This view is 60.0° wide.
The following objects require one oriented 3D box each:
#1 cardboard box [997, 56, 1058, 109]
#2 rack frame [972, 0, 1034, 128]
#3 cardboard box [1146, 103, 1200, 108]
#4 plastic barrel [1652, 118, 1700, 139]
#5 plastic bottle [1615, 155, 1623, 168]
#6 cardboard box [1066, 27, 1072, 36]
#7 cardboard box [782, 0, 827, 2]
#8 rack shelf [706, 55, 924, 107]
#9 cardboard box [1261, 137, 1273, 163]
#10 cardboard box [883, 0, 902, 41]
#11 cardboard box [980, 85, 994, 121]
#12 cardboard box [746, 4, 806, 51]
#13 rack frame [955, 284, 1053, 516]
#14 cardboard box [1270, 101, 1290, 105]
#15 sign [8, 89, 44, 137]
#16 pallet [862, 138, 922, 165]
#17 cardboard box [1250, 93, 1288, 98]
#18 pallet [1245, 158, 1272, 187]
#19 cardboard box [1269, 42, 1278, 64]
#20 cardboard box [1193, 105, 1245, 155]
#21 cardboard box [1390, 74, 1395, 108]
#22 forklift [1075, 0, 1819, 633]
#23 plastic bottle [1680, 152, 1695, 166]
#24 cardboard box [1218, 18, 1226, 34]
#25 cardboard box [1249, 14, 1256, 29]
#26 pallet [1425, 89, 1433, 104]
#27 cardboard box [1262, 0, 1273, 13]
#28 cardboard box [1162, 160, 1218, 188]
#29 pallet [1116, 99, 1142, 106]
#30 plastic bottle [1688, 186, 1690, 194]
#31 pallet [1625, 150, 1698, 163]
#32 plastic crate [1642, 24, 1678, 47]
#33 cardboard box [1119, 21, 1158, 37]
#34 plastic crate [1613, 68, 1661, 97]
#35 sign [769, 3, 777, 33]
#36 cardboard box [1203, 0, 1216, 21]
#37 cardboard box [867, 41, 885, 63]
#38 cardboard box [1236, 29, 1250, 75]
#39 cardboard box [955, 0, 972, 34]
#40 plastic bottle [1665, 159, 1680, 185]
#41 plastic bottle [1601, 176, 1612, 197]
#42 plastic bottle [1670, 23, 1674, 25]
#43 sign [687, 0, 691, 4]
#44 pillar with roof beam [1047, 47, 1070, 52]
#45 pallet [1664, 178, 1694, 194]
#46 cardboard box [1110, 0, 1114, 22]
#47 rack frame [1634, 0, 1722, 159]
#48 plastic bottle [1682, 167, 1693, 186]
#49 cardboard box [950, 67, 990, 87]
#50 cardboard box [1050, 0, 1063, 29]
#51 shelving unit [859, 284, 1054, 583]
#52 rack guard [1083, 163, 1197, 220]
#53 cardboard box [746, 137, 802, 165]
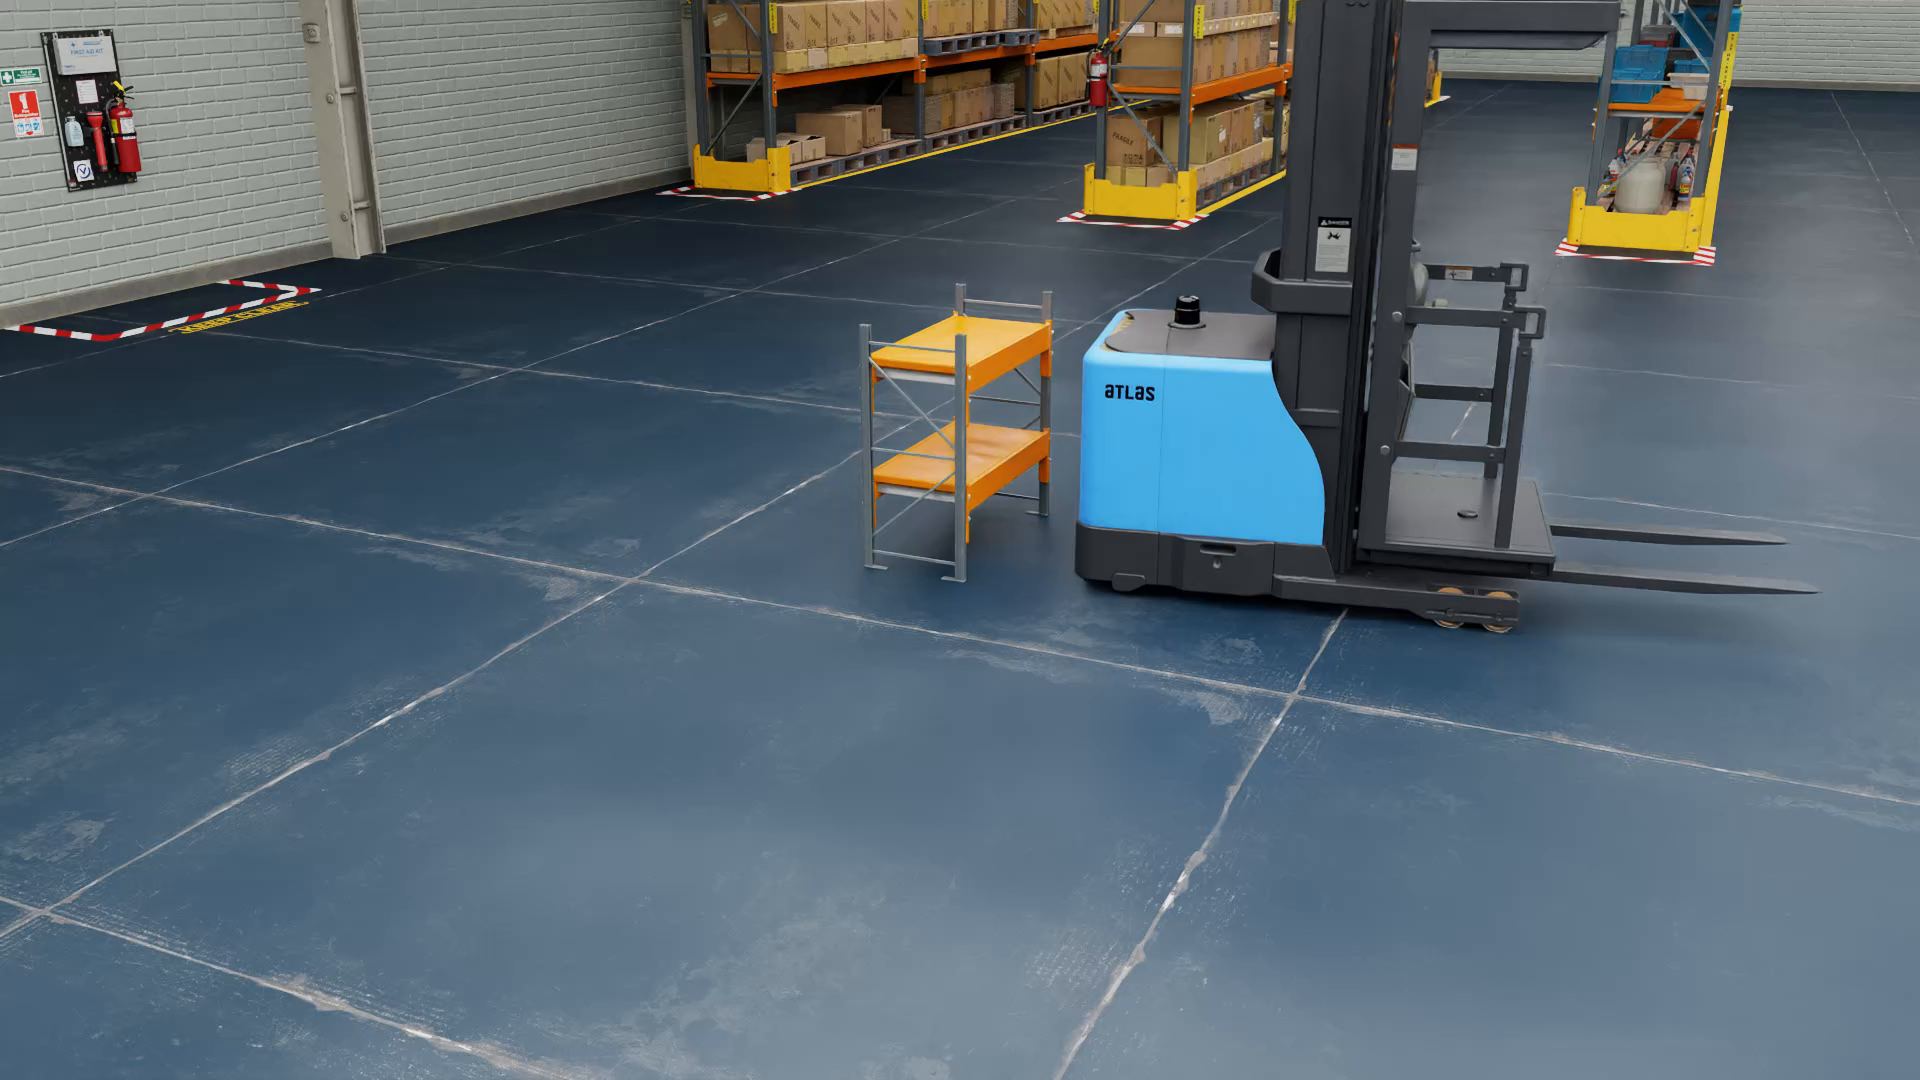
[{"bbox_3d":[1.090,-7.395,26.867,0.750,0.750,0.750,8,21,22],"label":"cardboard box"},{"bbox_3d":[0.669,-8.003,25.995,1.000,3.000,0.127,9,21,23],"label":"rack frame"},{"bbox_3d":[2.464,-4.800,19.346,0.500,0.500,0.500,9,21,23],"label":"cardboard box"},{"bbox_3d":[9.892,-5.971,22.893,0.600,0.830,0.708,9,21,23],"label":"plastic barrel"},{"bbox_3d":[7.109,-4.003,18.044,0.144,0.351,0.185,8,21,22],"label":"plastic bottle"},{"bbox_3d":[1.633,-8.433,27.551,0.380,0.149,0.250,9,21,23],"label":"cardboard box"},{"bbox_3d":[-1.979,-6.488,20.810,0.500,0.500,0.500,9,21,23],"label":"cardboard box"},{"bbox_3d":[-1.788,-5.830,20.959,1.077,0.370,4.000,9,21,23],"label":"rack shelf"},{"bbox_3d":[3.561,-4.832,20.557,0.500,0.250,0.500,9,21,23],"label":"cardboard box"},{"bbox_3d":[-1.080,-6.732,21.496,0.500,0.500,0.500,8,21,22],"label":"cardboard box"},{"bbox_3d":[0.105,-6.664,25.304,0.700,0.500,0.500,9,21,23],"label":"cardboard box"},{"bbox_3d":[-2.137,-5.954,19.309,0.500,0.500,0.500,9,21,23],"label":"cardboard box"},{"bbox_3d":[0.211,-0.687,8.223,0.500,1.125,0.032,9,21,23],"label":"rack frame"},{"bbox_3d":[4.369,-5.671,22.078,0.500,0.311,0.500,8,21,21],"label":"cardboard box"},{"bbox_3d":[-6.934,-3.168,12.346,0.001,0.329,0.234,9,21,23],"label":"sign"},{"bbox_3d":[-1.212,-5.256,22.433,1.003,0.211,1.213,9,21,23],"label":"pallet"},{"bbox_3d":[4.289,-6.054,23.155,0.500,0.311,0.500,8,21,21],"label":"cardboard box"},{"bbox_3d":[3.188,-4.550,20.449,1.003,0.211,1.213,9,21,23],"label":"pallet"},{"bbox_3d":[3.714,-6.187,21.114,0.500,0.250,0.500,10,22,26],"label":"cardboard box"},{"bbox_3d":[2.953,-4.726,19.139,0.500,0.500,0.500,9,21,23],"label":"cardboard box"},{"bbox_3d":[6.887,-7.387,27.336,0.500,0.500,0.500,8,21,22],"label":"cardboard box"},{"bbox_3d":[2.082,-1.194,6.952,3.031,2.935,1.130,5,20,13],"label":"forklift"},{"bbox_3d":[7.990,-4.085,18.275,0.144,0.351,0.185,7,21,20],"label":"plastic bottle"},{"bbox_3d":[2.692,-5.638,18.228,0.380,0.149,0.250,8,21,21],"label":"cardboard box"},{"bbox_3d":[3.218,-6.031,19.333,0.380,0.149,0.250,8,21,22],"label":"cardboard box"},{"bbox_3d":[8.109,-8.189,30.680,1.003,0.211,1.213,9,21,23],"label":"pallet"},{"bbox_3d":[3.376,-6.623,20.031,0.700,0.500,0.500,9,21,23],"label":"cardboard box"},{"bbox_3d":[2.538,-4.068,18.408,0.500,0.250,0.500,9,21,23],"label":"cardboard box"},{"bbox_3d":[2.690,-8.134,30.524,1.003,0.211,1.213,9,21,23],"label":"pallet"},{"bbox_3d":[7.500,-3.630,17.219,0.097,0.201,0.097,0,20,0],"label":"plastic bottle"},{"bbox_3d":[8.854,-4.727,20.944,1.003,0.211,1.213,9,21,23],"label":"pallet"},{"bbox_3d":[8.766,-6.222,20.891,0.402,0.464,0.583,9,21,23],"label":"plastic crate"},{"bbox_3d":[1.896,-5.375,17.487,0.380,0.149,0.250,8,21,22],"label":"cardboard box"},{"bbox_3d":[6.634,-4.520,16.423,0.499,0.251,0.408,9,21,23],"label":"plastic crate"},{"bbox_3d":[-2.112,-5.891,18.765,0.100,0.325,0.005,9,21,23],"label":"sign"},{"bbox_3d":[2.349,-5.856,17.873,0.700,0.500,0.500,8,21,21],"label":"cardboard box"},{"bbox_3d":[-1.290,-6.225,21.191,0.500,0.250,0.500,8,21,22],"label":"cardboard box"},{"bbox_3d":[2.957,-5.697,19.363,0.700,0.500,0.500,9,21,24],"label":"cardboard box"},{"bbox_3d":[-0.253,-7.561,23.947,0.700,0.500,0.500,12,23,30],"label":"cardboard box"},{"bbox_3d":[7.845,-4.062,18.323,0.152,0.276,0.135,9,21,23],"label":"plastic bottle"},{"bbox_3d":[6.783,-3.708,17.439,0.097,0.201,0.097,0,20,0],"label":"plastic bottle"},{"bbox_3d":[10.889,-7.768,25.407,0.144,0.351,0.185,9,21,23],"label":"plastic bottle"},{"bbox_3d":[-3.105,-6.334,19.103,0.100,0.325,0.005,9,21,23],"label":"sign"},{"bbox_3d":[5.732,-11.794,27.703,9.100,9.000,0.400,9,21,23],"label":"pillar with roof beam"},{"bbox_3d":[7.756,-3.907,18.641,1.003,0.211,1.213,9,21,23],"label":"pallet"},{"bbox_3d":[2.348,-9.247,28.870,0.500,0.500,0.500,8,21,22],"label":"cardboard box"},{"bbox_3d":[9.707,-6.644,22.173,1.000,3.000,0.127,9,21,23],"label":"rack frame"},{"bbox_3d":[7.722,-3.829,17.673,0.097,0.271,0.097,0,20,0],"label":"plastic bottle"},{"bbox_3d":[0.131,-6.993,25.110,0.500,0.250,0.500,9,21,24],"label":"cardboard box"},{"bbox_3d":[1.324,-8.472,26.691,0.500,0.500,0.500,9,22,24],"label":"cardboard box"},{"bbox_3d":[0.003,-0.532,7.786,0.538,1.125,1.048,9,21,23],"label":"shelving unit"},{"bbox_3d":[1.904,-3.694,17.609,1.175,0.500,0.348,9,21,23],"label":"rack guard"},{"bbox_3d":[-2.242,-4.697,20.056,0.500,0.311,0.500,6,20,17],"label":"cardboard box"}]
